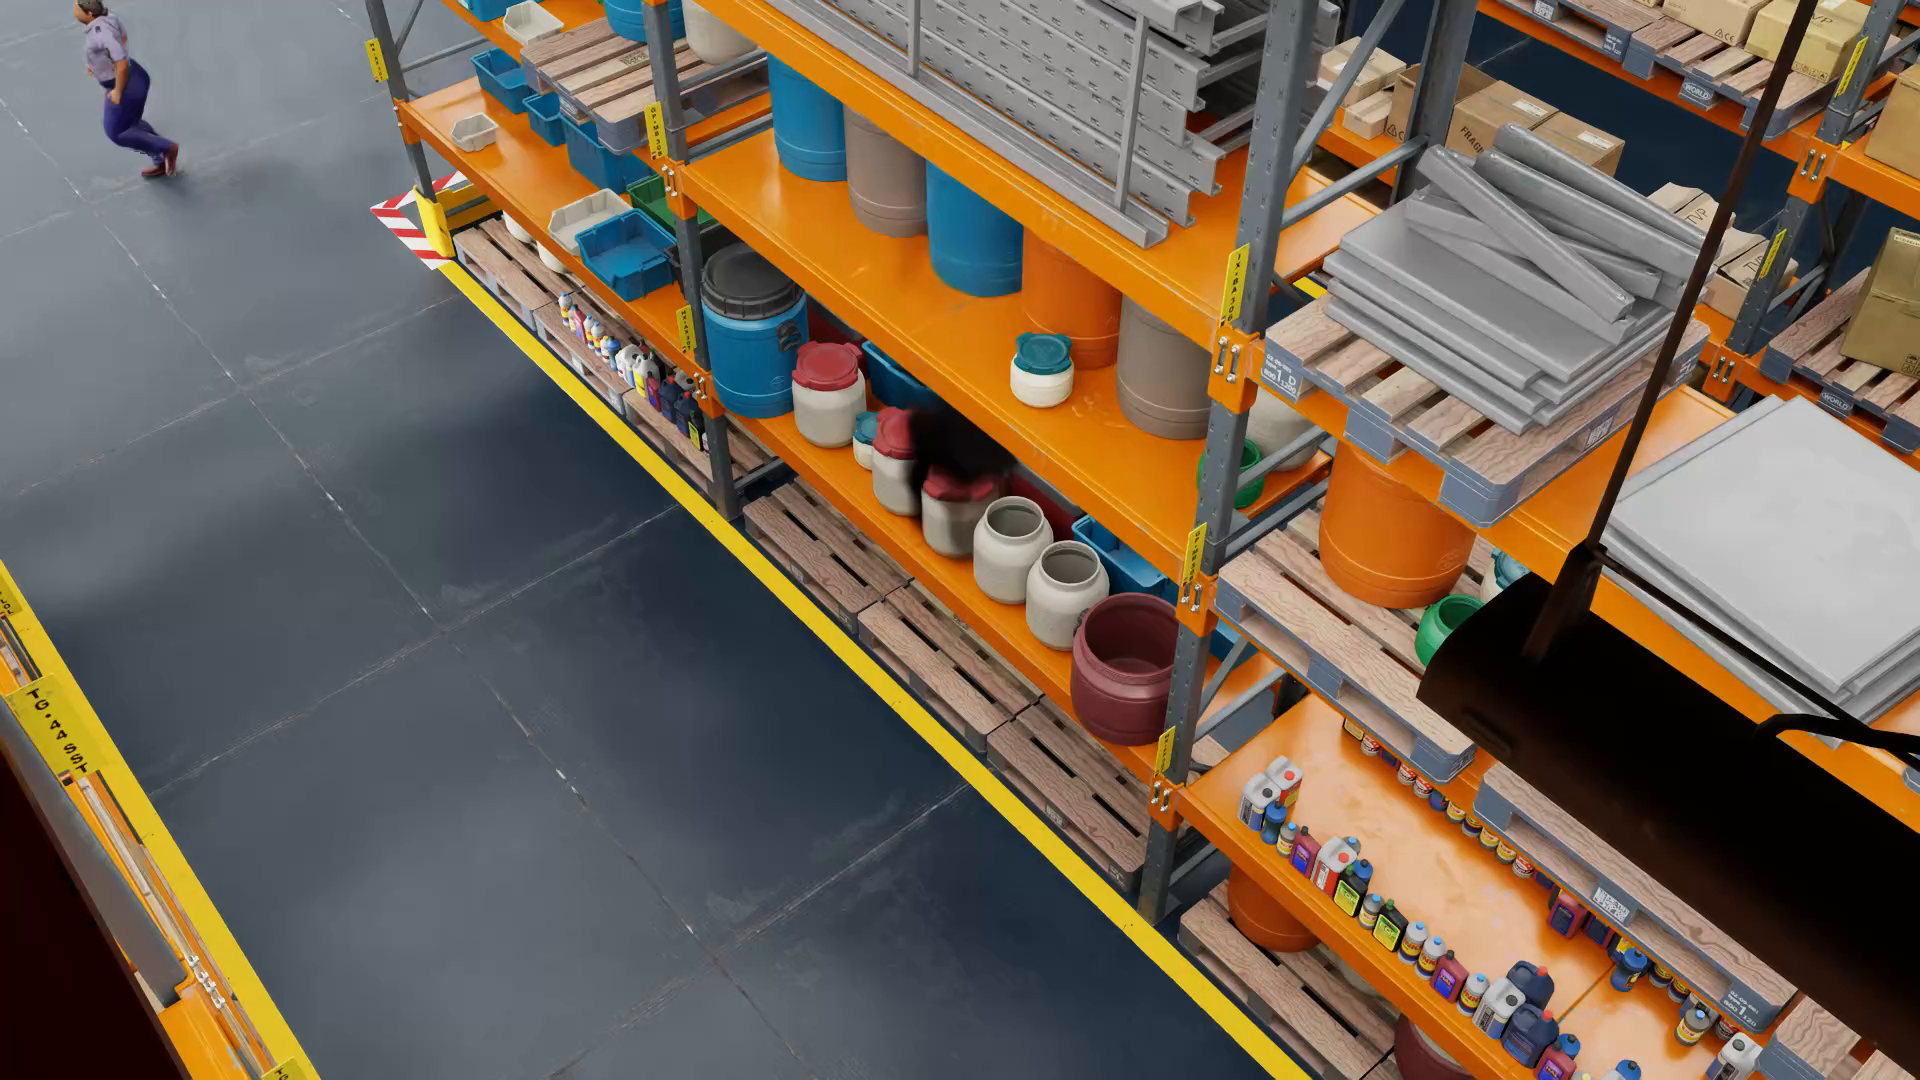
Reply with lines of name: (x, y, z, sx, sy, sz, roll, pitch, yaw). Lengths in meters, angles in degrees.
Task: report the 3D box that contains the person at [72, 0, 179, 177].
person: (-6.706, -3.641, 13.337, 0.548, 1.612, 0.609, -8, 47, -8)
